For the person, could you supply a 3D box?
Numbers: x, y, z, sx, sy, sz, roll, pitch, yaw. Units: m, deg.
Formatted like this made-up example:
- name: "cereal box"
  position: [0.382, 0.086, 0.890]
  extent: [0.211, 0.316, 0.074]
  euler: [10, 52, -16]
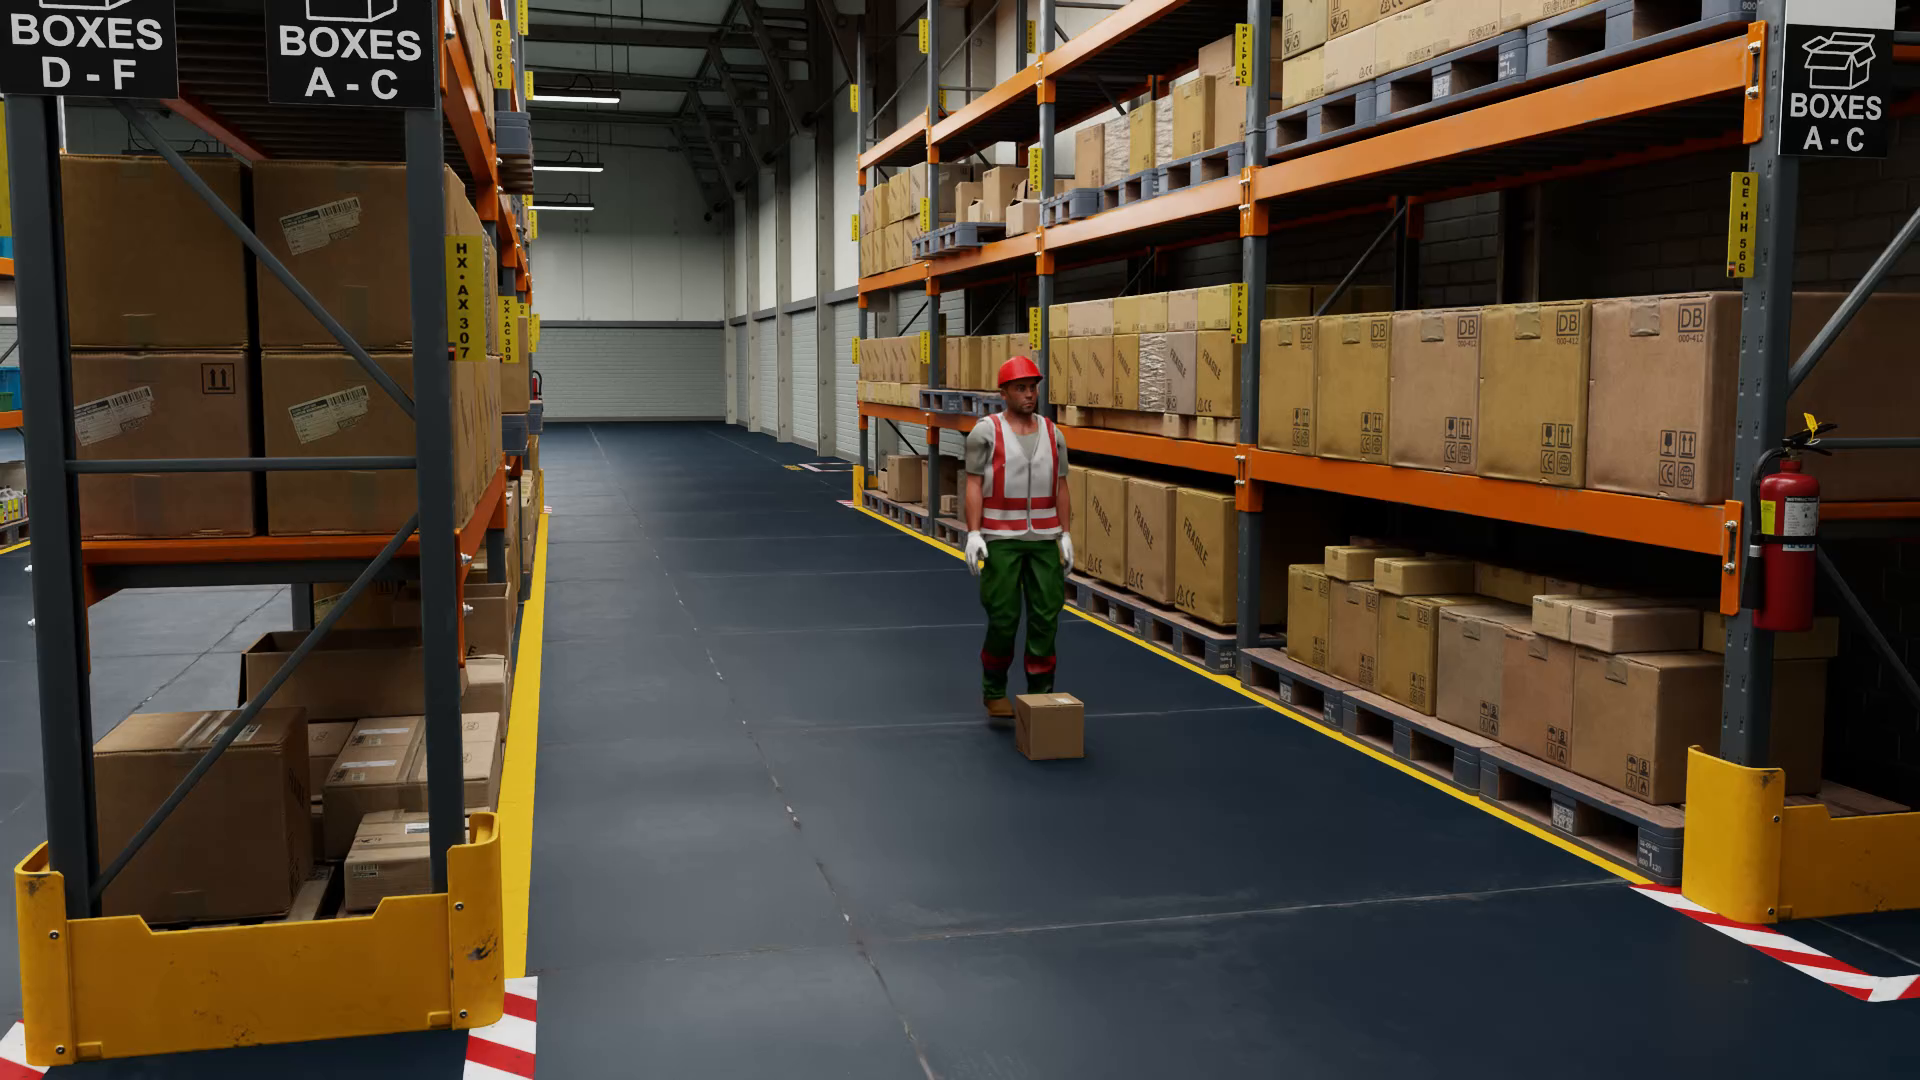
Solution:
- name: "person"
  position: [0.288, 0.016, 7.976]
  extent: [0.579, 1.791, 0.468]
  euler: [-2, 6, -18]
